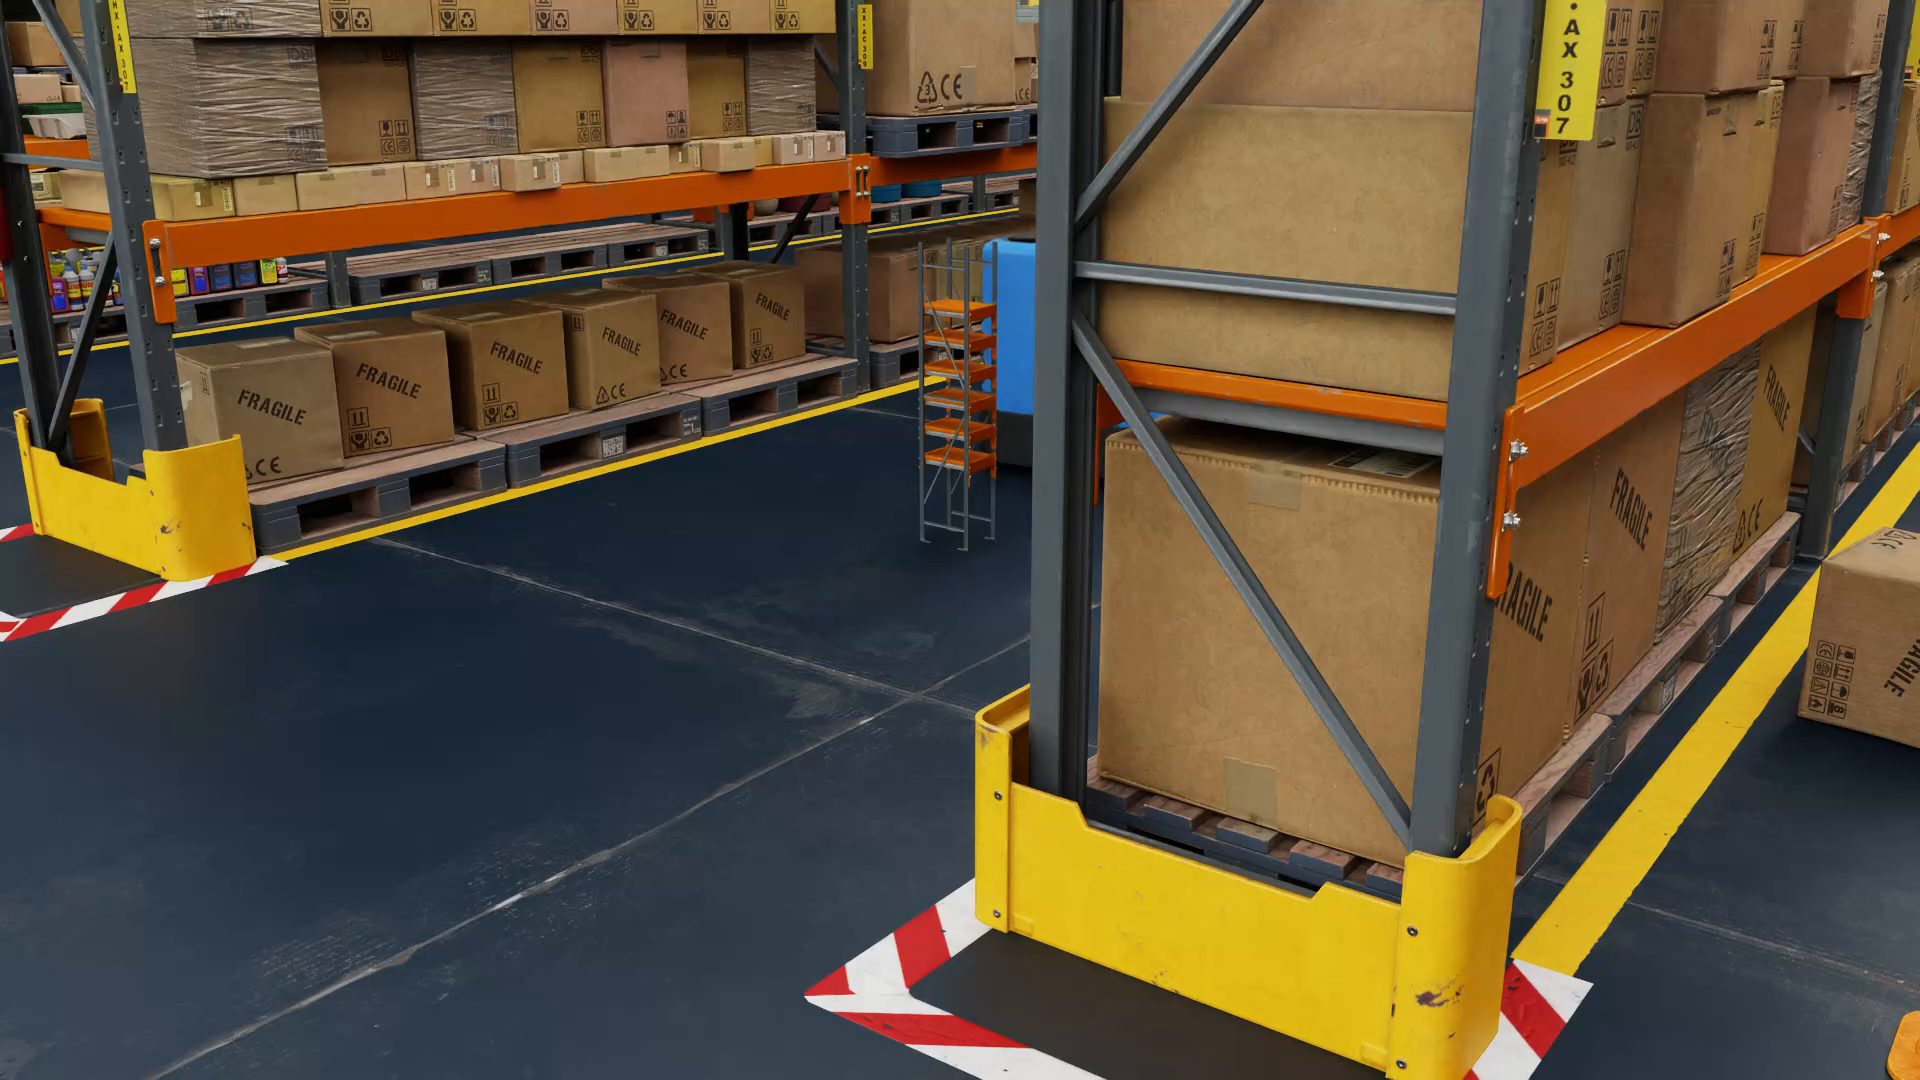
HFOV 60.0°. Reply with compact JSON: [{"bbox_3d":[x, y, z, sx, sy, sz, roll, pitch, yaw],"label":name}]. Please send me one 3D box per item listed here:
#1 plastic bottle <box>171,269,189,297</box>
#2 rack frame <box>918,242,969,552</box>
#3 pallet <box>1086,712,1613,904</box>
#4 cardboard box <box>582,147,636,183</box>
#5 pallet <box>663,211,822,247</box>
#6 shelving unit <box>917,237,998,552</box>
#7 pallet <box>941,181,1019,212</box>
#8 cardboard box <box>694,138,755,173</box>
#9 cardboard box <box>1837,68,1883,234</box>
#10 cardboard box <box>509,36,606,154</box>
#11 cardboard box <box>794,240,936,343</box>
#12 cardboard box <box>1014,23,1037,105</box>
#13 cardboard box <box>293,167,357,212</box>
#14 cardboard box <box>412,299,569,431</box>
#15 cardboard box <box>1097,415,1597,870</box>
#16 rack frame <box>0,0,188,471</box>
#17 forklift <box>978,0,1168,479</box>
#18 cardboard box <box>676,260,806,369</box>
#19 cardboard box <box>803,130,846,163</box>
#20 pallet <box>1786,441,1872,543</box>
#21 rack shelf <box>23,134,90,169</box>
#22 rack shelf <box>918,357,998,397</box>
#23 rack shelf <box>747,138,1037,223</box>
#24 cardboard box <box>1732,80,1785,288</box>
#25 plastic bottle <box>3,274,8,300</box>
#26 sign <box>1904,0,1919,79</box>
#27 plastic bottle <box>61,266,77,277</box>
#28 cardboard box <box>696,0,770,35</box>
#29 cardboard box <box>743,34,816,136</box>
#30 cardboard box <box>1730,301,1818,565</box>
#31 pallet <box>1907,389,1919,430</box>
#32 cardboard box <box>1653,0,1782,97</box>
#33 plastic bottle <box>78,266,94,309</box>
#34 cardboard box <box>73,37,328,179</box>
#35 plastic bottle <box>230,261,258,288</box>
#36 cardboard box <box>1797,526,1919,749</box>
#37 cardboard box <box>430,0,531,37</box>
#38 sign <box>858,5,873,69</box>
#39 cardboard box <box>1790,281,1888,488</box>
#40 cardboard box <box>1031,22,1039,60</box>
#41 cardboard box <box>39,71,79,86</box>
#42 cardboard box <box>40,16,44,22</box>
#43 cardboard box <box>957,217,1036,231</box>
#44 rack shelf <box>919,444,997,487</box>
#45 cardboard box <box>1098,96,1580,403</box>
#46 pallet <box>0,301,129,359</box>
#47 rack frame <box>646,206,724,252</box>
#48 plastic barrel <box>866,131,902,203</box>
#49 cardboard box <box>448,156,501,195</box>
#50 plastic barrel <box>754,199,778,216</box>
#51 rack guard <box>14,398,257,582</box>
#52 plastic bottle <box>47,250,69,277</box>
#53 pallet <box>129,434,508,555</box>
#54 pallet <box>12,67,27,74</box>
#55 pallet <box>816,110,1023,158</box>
[{"bbox_3d":[-5.382,-1.840,11.335,0.144,0.351,0.185,12,21,34],"label":"plastic bottle"},{"bbox_3d":[-0.063,-0.548,6.485,0.240,1.200,0.006,12,21,35],"label":"rack frame"},{"bbox_3d":[1.008,0.634,4.346,1.003,0.211,1.213,12,21,35],"label":"pallet"},{"bbox_3d":[-1.743,-1.769,7.805,0.380,0.149,0.250,12,21,35],"label":"cardboard box"},{"bbox_3d":[-2.103,-3.038,16.170,1.003,0.211,1.213,12,21,35],"label":"pallet"},{"bbox_3d":[-0.009,-0.570,6.555,0.258,1.200,0.189,12,21,35],"label":"shelving unit"},{"bbox_3d":[0.251,-3.977,19.196,1.003,0.211,1.213,12,21,35],"label":"pallet"},{"bbox_3d":[-1.251,-1.937,8.348,0.380,0.149,0.250,12,21,35],"label":"cardboard box"},{"bbox_3d":[2.768,-1.428,6.030,0.875,0.550,0.550,12,21,35],"label":"cardboard box"},{"bbox_3d":[-2.137,-2.078,7.709,0.875,0.500,0.500,12,21,35],"label":"cardboard box"},{"bbox_3d":[-0.562,-1.505,10.006,0.700,0.500,0.500,11,20,31],"label":"cardboard box"},{"bbox_3d":[0.013,-3.026,10.547,0.797,0.503,0.637,15,23,40],"label":"cardboard box"},{"bbox_3d":[-2.642,-1.413,6.658,0.380,0.149,0.250,12,21,35],"label":"cardboard box"},{"bbox_3d":[-2.226,-0.841,7.899,0.500,0.500,0.500,15,23,40],"label":"cardboard box"},{"bbox_3d":[0.945,0.148,4.085,0.875,0.875,0.875,13,21,35],"label":"cardboard box"},{"bbox_3d":[-3.329,-1.394,6.174,1.000,3.000,0.127,12,21,35],"label":"rack frame"},{"bbox_3d":[1.297,-2.008,8.267,1.130,2.935,3.031,11,20,31],"label":"forklift"},{"bbox_3d":[-1.216,-1.265,9.266,0.500,0.500,0.500,12,21,33],"label":"cardboard box"},{"bbox_3d":[-0.837,-2.123,8.947,0.380,0.149,0.250,12,21,35],"label":"cardboard box"},{"bbox_3d":[3.377,-0.311,7.390,1.003,0.211,1.213,12,21,35],"label":"pallet"},{"bbox_3d":[-6.115,-2.402,10.633,1.077,0.370,4.000,12,21,35],"label":"rack shelf"},{"bbox_3d":[-0.009,-0.642,6.532,0.258,0.103,0.180,12,21,35],"label":"rack shelf"},{"bbox_3d":[0.246,-2.479,10.883,1.077,0.370,4.000,12,21,35],"label":"rack shelf"},{"bbox_3d":[1.806,-1.041,4.785,0.875,0.550,0.500,12,21,35],"label":"cardboard box"},{"bbox_3d":[-6.306,-1.733,11.106,0.061,0.283,0.133,12,21,35],"label":"plastic bottle"},{"bbox_3d":[3.424,-1.799,5.887,0.100,0.325,0.005,12,21,35],"label":"sign"},{"bbox_3d":[-6.091,-1.775,11.379,0.097,0.201,0.097,0,17,0],"label":"plastic bottle"},{"bbox_3d":[-1.289,-2.739,8.149,0.500,0.500,0.500,12,21,35],"label":"cardboard box"},{"bbox_3d":[-1.263,-2.440,8.873,0.875,0.500,0.500,12,21,35],"label":"cardboard box"},{"bbox_3d":[2.547,-0.494,6.152,0.875,0.875,0.875,13,21,36],"label":"cardboard box"},{"bbox_3d":[4.831,-0.892,9.262,1.003,0.211,1.213,12,21,35],"label":"pallet"},{"bbox_3d":[1.543,-1.419,4.181,0.875,0.550,0.550,12,21,35],"label":"cardboard box"},{"bbox_3d":[-5.712,-1.658,10.885,0.097,0.271,0.097,0,17,0],"label":"plastic bottle"},{"bbox_3d":[-2.979,-1.710,6.521,0.875,0.500,0.500,12,21,35],"label":"cardboard box"},{"bbox_3d":[-5.075,-1.962,11.730,0.144,0.351,0.185,12,21,33],"label":"plastic bottle"},{"bbox_3d":[2.877,0.298,4.938,0.500,0.500,0.500,-16,23,-41],"label":"cardboard box"},{"bbox_3d":[-2.182,-2.381,6.997,0.500,0.500,0.500,12,21,35],"label":"cardboard box"},{"bbox_3d":[-0.505,-2.666,8.811,0.100,0.325,0.005,12,21,35],"label":"sign"},{"bbox_3d":[3.275,-0.736,7.141,1.050,0.750,0.750,12,21,34],"label":"cardboard box"},{"bbox_3d":[0.896,-3.261,11.311,0.500,0.500,0.700,-16,24,-42],"label":"cardboard box"},{"bbox_3d":[-8.523,-4.276,15.681,0.396,0.266,0.258,12,21,33],"label":"cardboard box"},{"bbox_3d":[-10.857,-6.326,20.053,0.380,0.149,0.250,9,19,26],"label":"cardboard box"},{"bbox_3d":[0.402,-1.882,11.219,0.700,0.500,0.500,15,23,39],"label":"cardboard box"},{"bbox_3d":[-0.009,-0.298,6.639,0.258,0.103,0.180,12,21,35],"label":"rack shelf"},{"bbox_3d":[0.779,-0.661,3.562,0.875,0.550,0.550,12,21,35],"label":"cardboard box"},{"bbox_3d":[-6.083,-1.446,11.043,1.003,0.211,1.213,12,21,35],"label":"pallet"},{"bbox_3d":[-2.540,-4.174,15.128,1.000,3.000,0.127,12,21,35],"label":"rack frame"},{"bbox_3d":[-0.916,-4.030,17.494,0.600,0.901,0.708,12,21,35],"label":"plastic barrel"},{"bbox_3d":[-2.228,-1.598,7.257,0.380,0.149,0.250,12,21,35],"label":"cardboard box"},{"bbox_3d":[-1.997,-3.457,16.304,0.421,0.512,0.421,0,17,0],"label":"plastic barrel"},{"bbox_3d":[-3.283,-0.218,6.603,1.175,0.500,0.348,12,21,35],"label":"rack guard"},{"bbox_3d":[-6.214,-1.857,11.392,0.144,0.351,0.185,13,22,37],"label":"plastic bottle"},{"bbox_3d":[-2.771,-0.267,7.249,1.003,0.211,1.213,12,21,35],"label":"pallet"},{"bbox_3d":[-11.643,-5.355,19.253,1.003,0.211,1.213,12,21,35],"label":"pallet"},{"bbox_3d":[-0.373,-2.411,9.774,1.003,0.211,1.213,12,21,35],"label":"pallet"}]
